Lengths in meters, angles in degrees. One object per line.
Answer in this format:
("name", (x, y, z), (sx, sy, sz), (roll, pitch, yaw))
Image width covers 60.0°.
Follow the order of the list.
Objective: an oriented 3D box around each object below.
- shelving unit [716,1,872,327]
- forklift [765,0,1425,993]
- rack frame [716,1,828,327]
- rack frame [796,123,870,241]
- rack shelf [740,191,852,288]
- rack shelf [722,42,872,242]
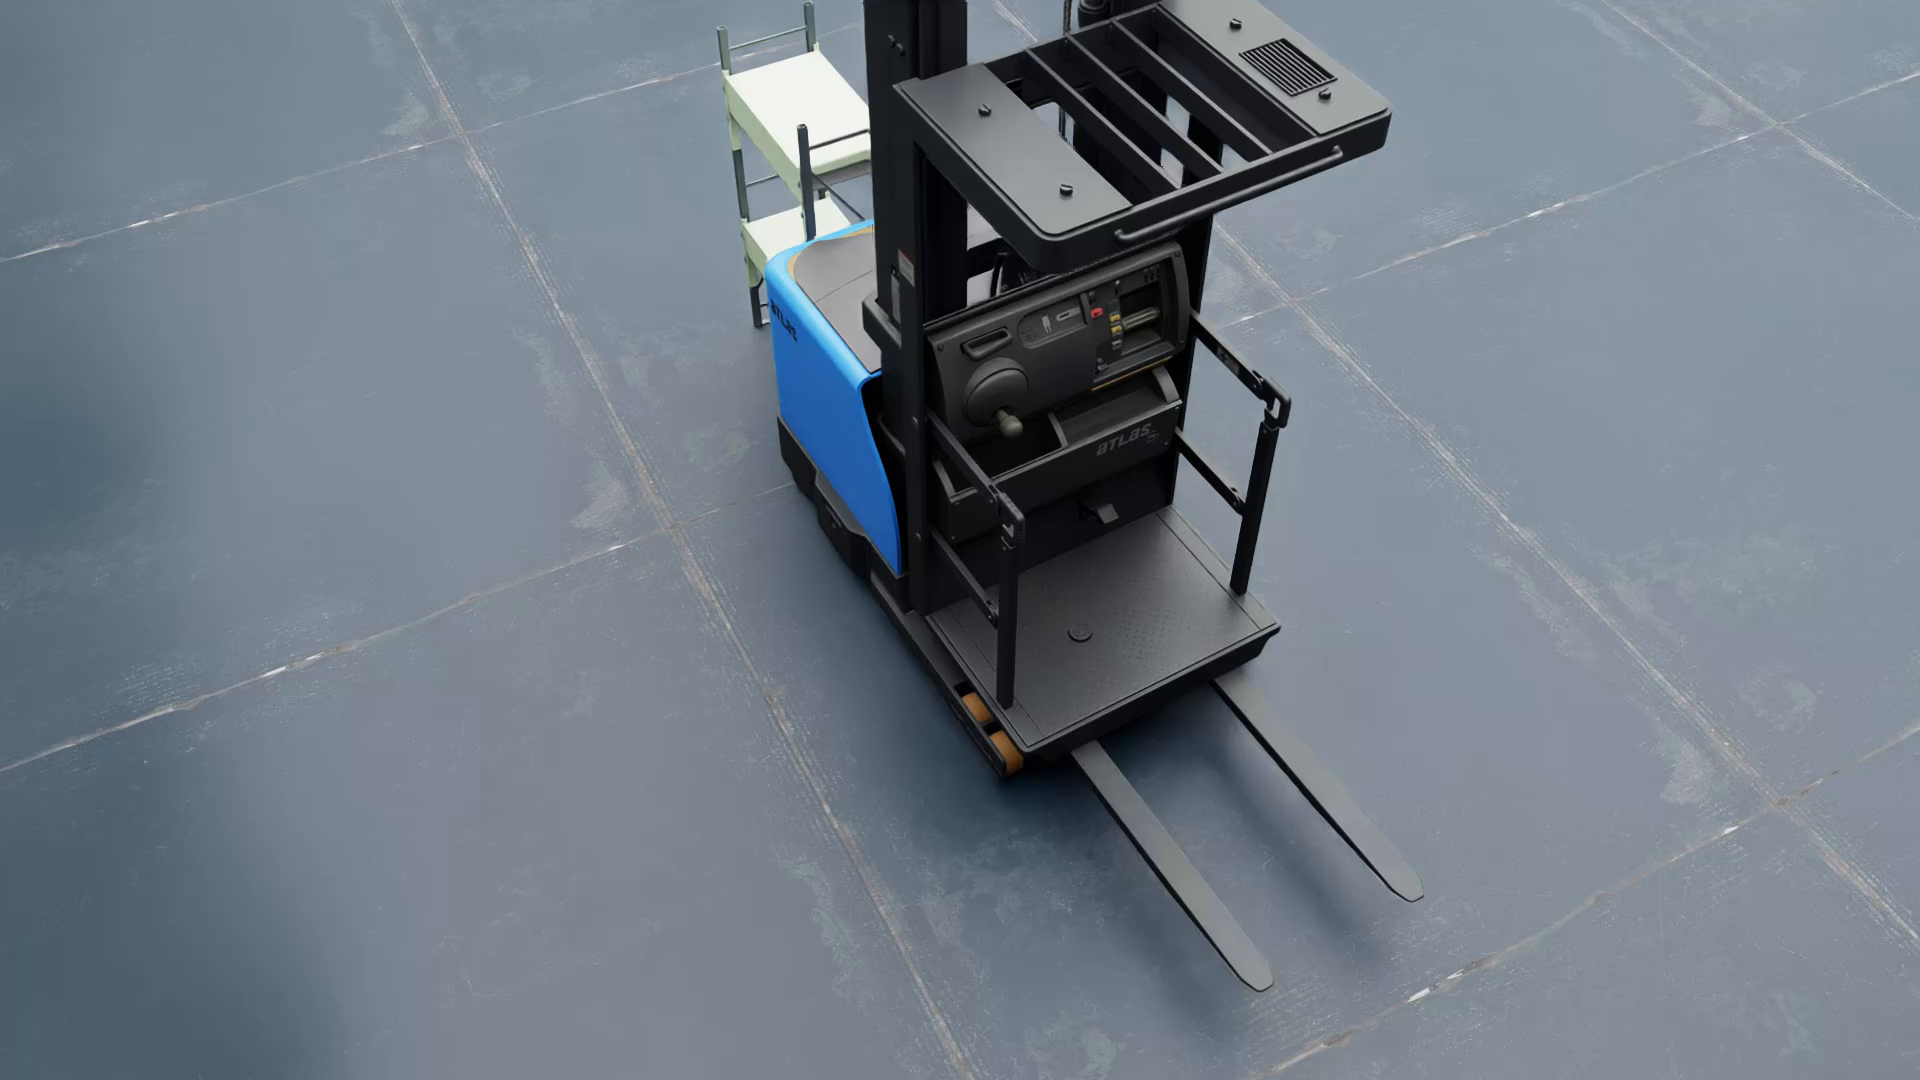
("shelving unit", (-0.576, -1.290, 6.771), (0.431, 1.500, 0.755), (-22, 52, -18))
("forklift", (0.442, -0.532, 5.160), (1.130, 2.935, 3.031), (-24, 53, -20))
("rack frame", (-0.750, -1.531, 6.985), (0.400, 1.500, 0.023), (-22, 52, -18))
("rack frame", (-0.402, -1.049, 6.558), (0.400, 1.500, 0.023), (-22, 52, -18))
("rack shelf", (-0.575, -1.074, 7.016), (0.431, 0.370, 0.720), (-22, 52, -18))
("rack shelf", (-0.577, -1.548, 6.479), (0.431, 0.370, 0.720), (-22, 52, -18))
